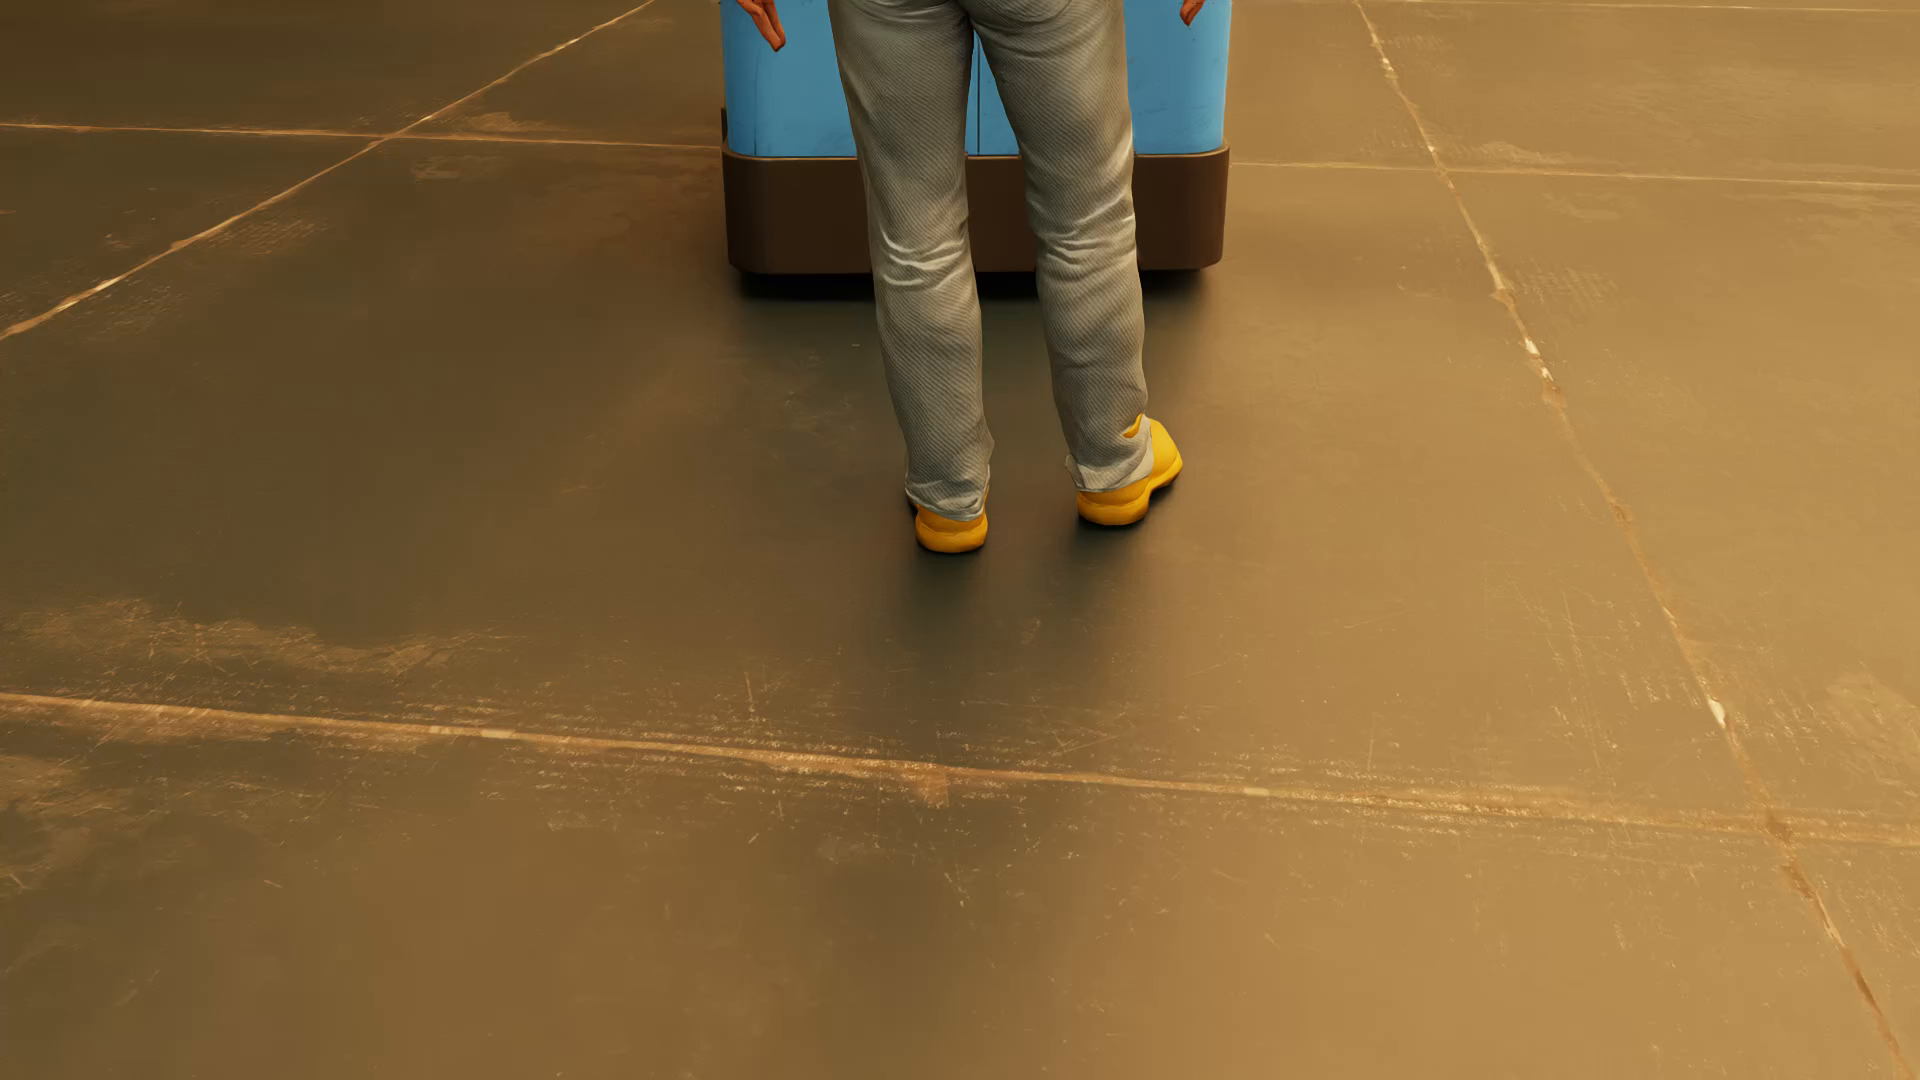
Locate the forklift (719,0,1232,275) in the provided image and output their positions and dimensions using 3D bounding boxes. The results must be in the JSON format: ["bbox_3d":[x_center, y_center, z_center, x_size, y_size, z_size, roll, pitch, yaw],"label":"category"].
[{"bbox_3d":[-0.014,-2.477,4.183,1.130,2.935,3.031,-1,27,-2],"label":"forklift"}]

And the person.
[{"bbox_3d":[0.014,-0.827,2.164,0.666,1.768,0.575,3,27,7],"label":"person"}]
